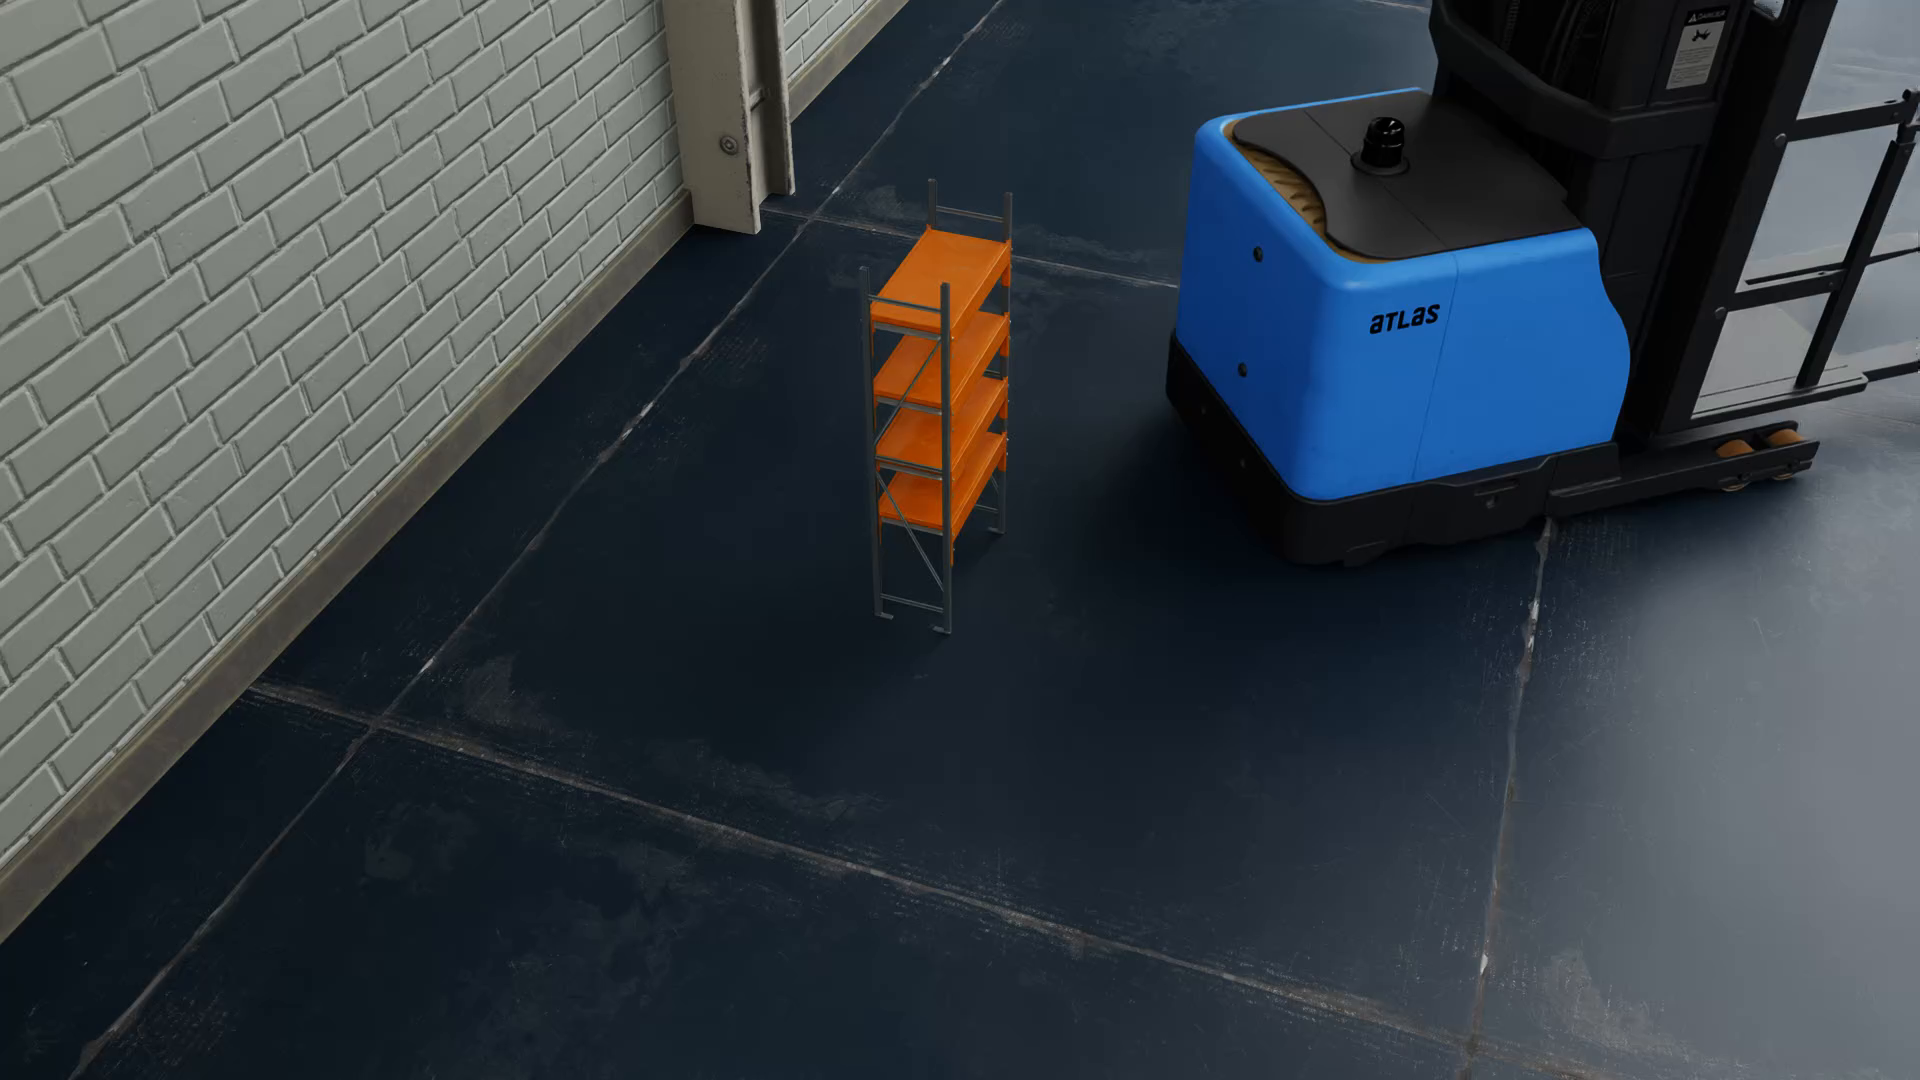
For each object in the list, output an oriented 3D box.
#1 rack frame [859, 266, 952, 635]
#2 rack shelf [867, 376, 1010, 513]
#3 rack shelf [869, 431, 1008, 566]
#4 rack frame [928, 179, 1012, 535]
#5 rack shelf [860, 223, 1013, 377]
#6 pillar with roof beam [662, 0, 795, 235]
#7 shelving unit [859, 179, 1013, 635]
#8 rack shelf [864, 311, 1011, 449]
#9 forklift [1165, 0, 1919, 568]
[{"bbox_3d":[-0.140,-0.207,4.568,0.240,1.200,0.015,13,42,15],"label":"rack frame"},{"bbox_3d":[-0.057,-0.304,4.786,0.258,0.148,0.480,13,42,15],"label":"rack shelf"},{"bbox_3d":[-0.057,-0.153,4.915,0.258,0.148,0.480,13,42,15],"label":"rack shelf"},{"bbox_3d":[0.027,-0.504,4.917,0.240,1.200,0.015,13,42,15],"label":"rack frame"},{"bbox_3d":[-0.057,-0.654,4.487,0.258,0.148,0.480,13,42,15],"label":"rack shelf"},{"bbox_3d":[3.145,-3.851,2.830,9.100,9.000,0.400,13,42,15],"label":"pillar with roof beam"},{"bbox_3d":[-0.057,-0.355,4.742,0.258,1.200,0.503,13,42,15],"label":"shelving unit"},{"bbox_3d":[-0.057,-0.474,4.641,0.258,0.148,0.480,13,42,15],"label":"rack shelf"},{"bbox_3d":[2.283,-1.590,4.855,3.031,2.935,1.130,-12,42,-13],"label":"forklift"}]
